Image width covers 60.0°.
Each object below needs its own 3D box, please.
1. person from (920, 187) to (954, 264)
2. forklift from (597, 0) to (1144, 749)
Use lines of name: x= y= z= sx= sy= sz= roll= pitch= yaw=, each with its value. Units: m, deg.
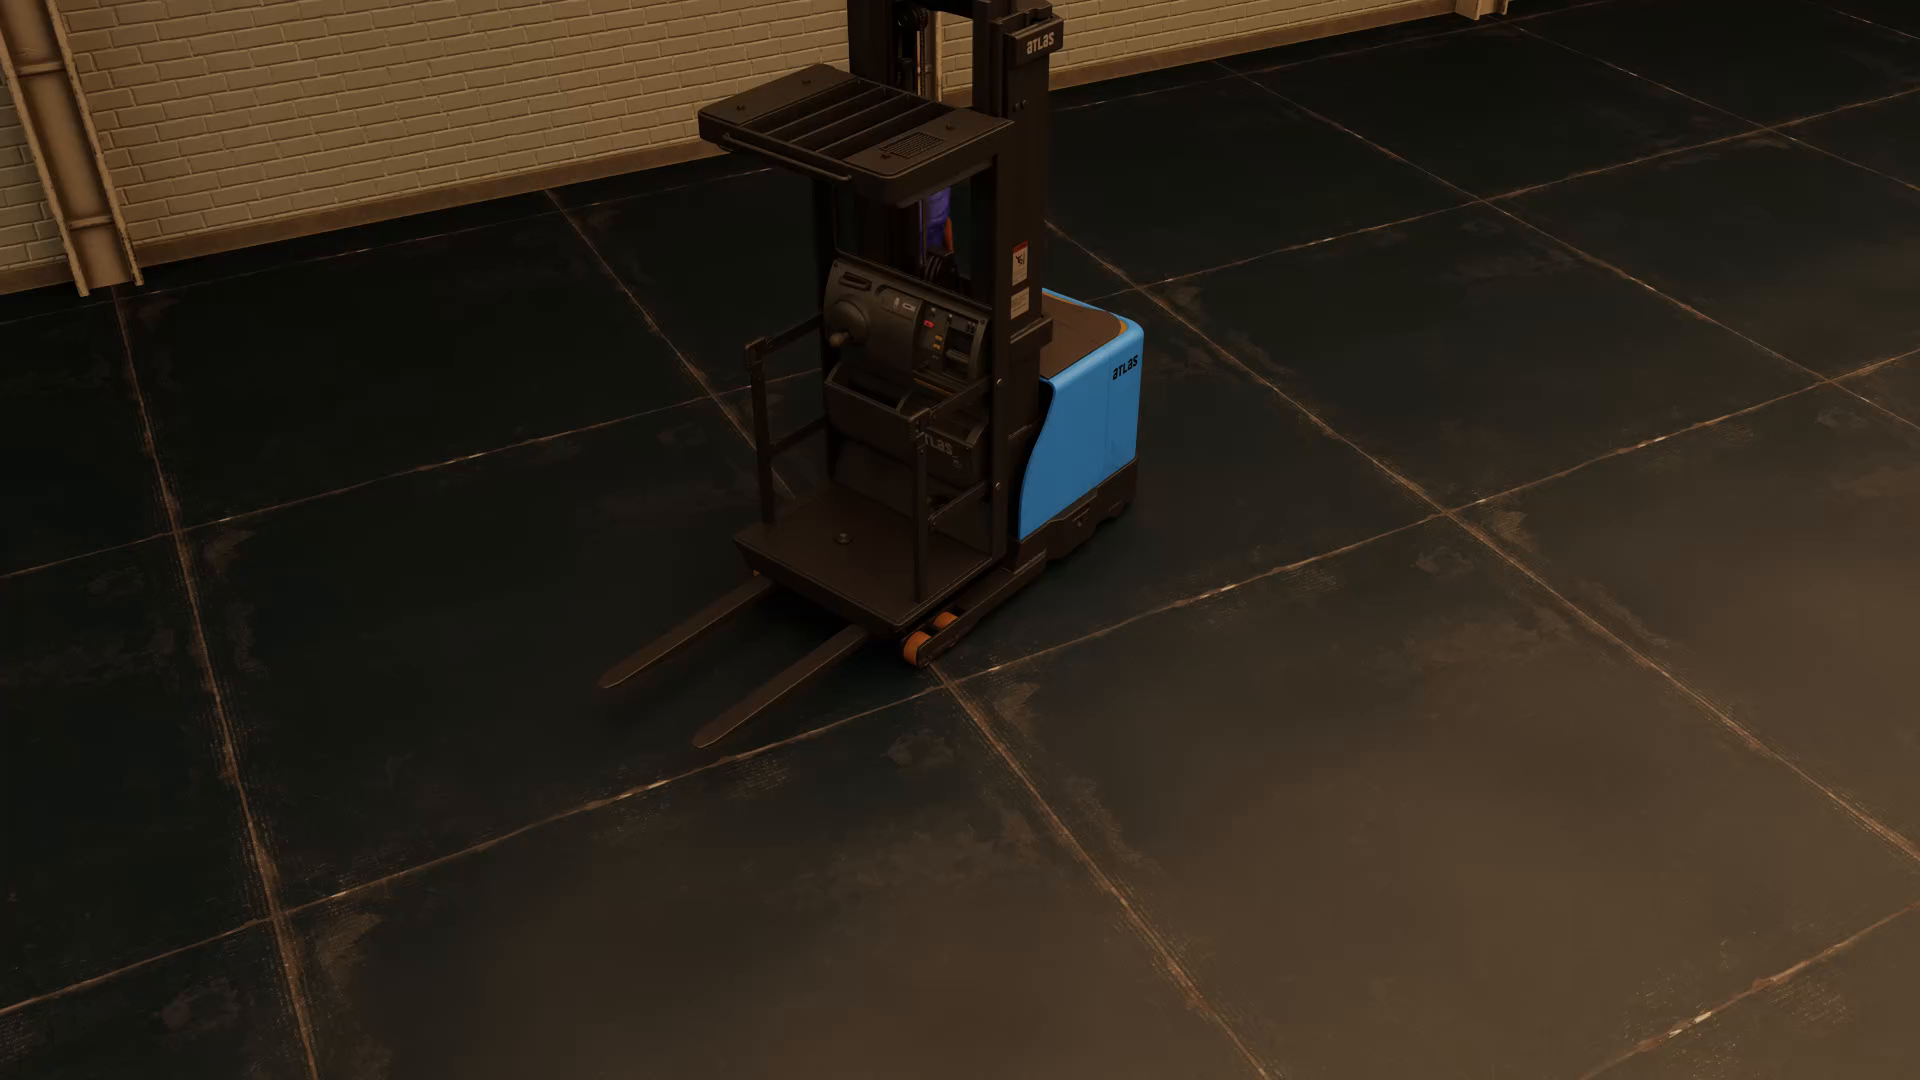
person: x=-0.203 y=-1.472 z=9.317 sx=0.615 sy=1.660 sz=0.405 roll=-24 pitch=42 yaw=-30
forklift: x=-0.390 y=-0.927 z=7.434 sx=1.130 sy=2.935 sz=3.031 roll=26 pitch=43 yaw=31
